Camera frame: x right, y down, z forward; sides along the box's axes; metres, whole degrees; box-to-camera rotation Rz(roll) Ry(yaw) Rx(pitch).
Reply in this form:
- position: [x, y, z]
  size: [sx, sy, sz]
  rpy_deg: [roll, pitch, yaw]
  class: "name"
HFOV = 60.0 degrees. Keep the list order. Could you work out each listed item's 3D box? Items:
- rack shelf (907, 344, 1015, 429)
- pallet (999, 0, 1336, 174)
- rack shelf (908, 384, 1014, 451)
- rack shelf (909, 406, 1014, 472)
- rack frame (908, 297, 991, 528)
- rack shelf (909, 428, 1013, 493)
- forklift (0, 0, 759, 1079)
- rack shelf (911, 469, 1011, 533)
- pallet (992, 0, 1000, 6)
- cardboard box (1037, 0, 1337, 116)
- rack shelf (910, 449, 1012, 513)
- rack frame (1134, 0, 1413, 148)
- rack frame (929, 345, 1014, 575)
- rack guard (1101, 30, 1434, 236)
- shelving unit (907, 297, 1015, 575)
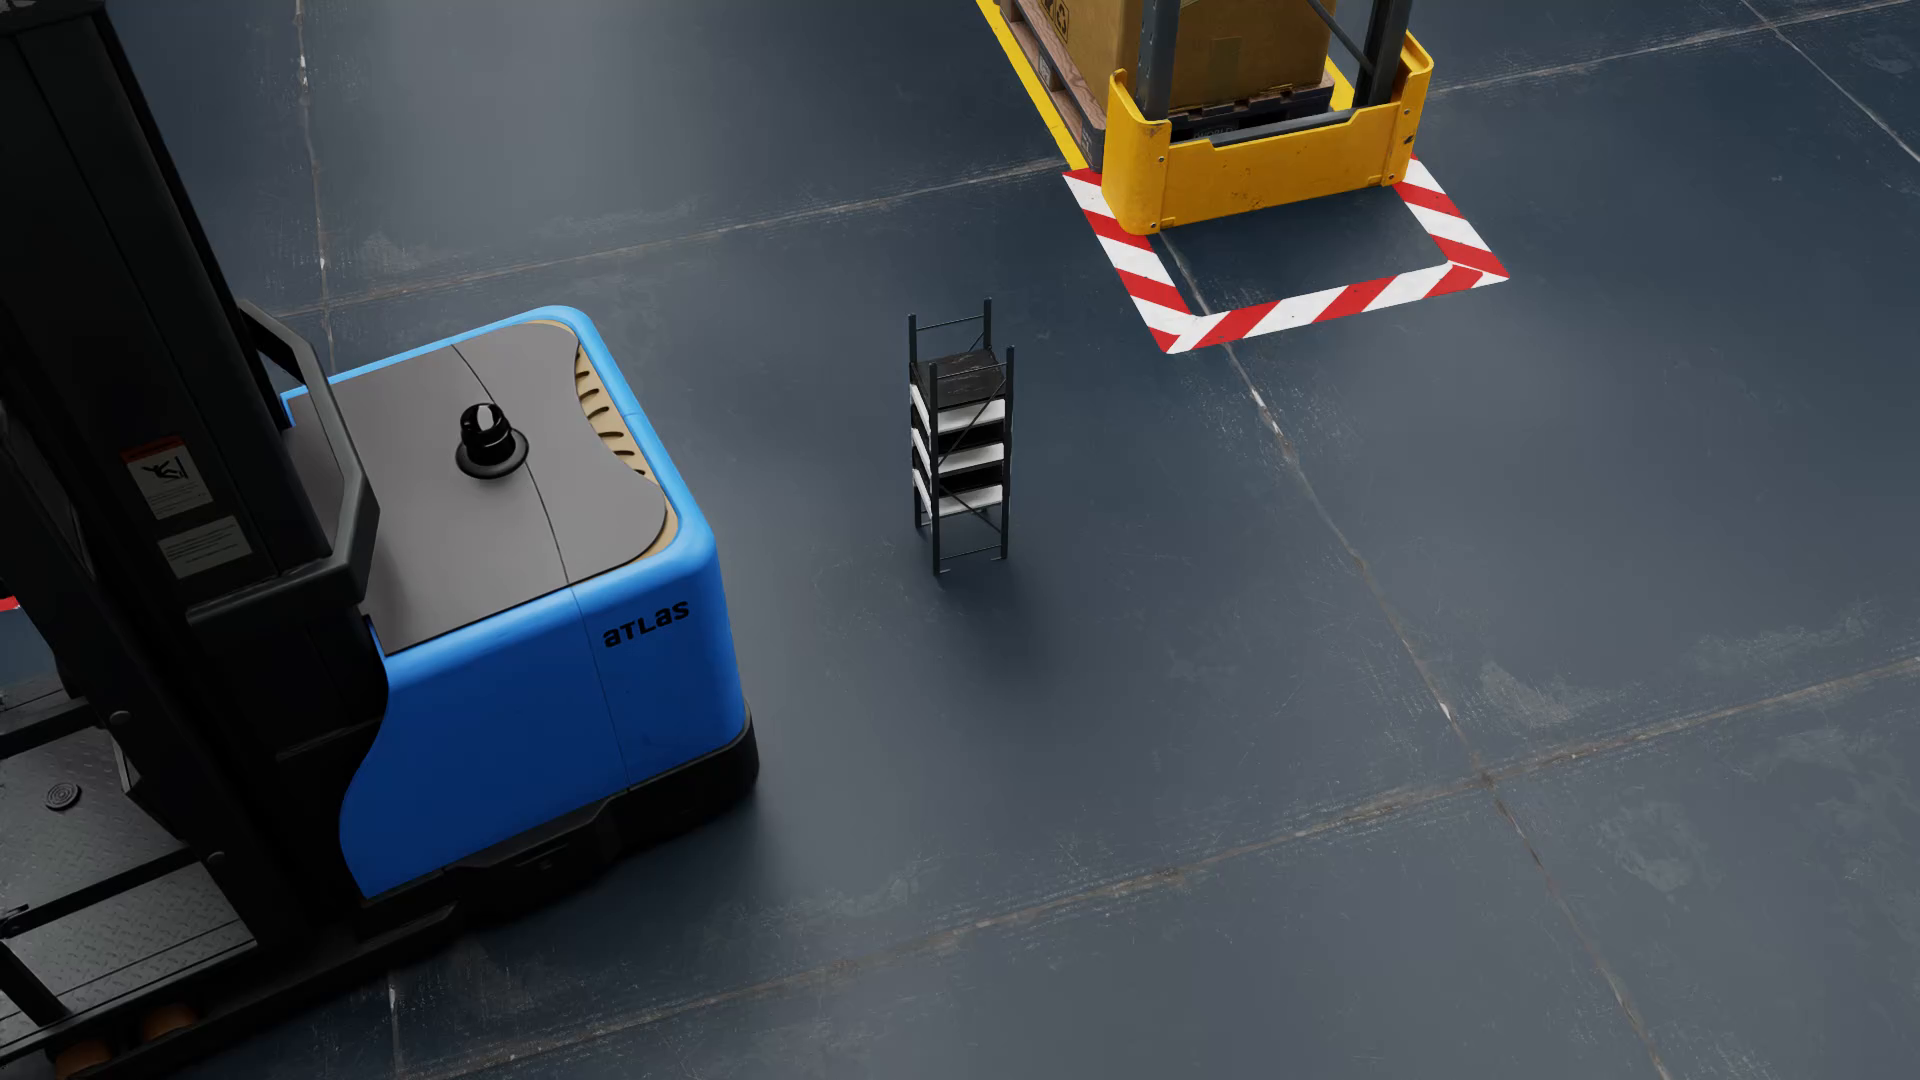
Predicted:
- position: [0.002, -0.437, 4.720]
  size: [0.258, 0.077, 0.200]
  rpy_deg: [-13, 51, -11]
  class: "rack shelf"
- position: [0.816, -2.032, 6.825]
  size: [1.003, 0.211, 1.213]
  rpy_deg: [-13, 51, -11]
  class: "pallet"
- position: [0.002, -0.379, 4.789]
  size: [0.258, 0.077, 0.200]
  rpy_deg: [-13, 51, -11]
  class: "rack shelf"
- position: [0.002, -0.321, 4.858]
  size: [0.258, 0.077, 0.200]
  rpy_deg: [-13, 51, -11]
  class: "rack shelf"
- position: [-0.028, -0.358, 4.964]
  size: [0.240, 0.900, 0.006]
  rpy_deg: [-13, 51, -11]
  class: "rack frame"
- position: [0.002, -0.263, 4.926]
  size: [0.258, 0.077, 0.200]
  rpy_deg: [-13, 51, -11]
  class: "rack shelf"
- position: [-2.104, -0.040, 3.366]
  size: [3.031, 2.935, 1.130]
  rpy_deg: [-22, 53, -18]
  class: "forklift"
- position: [0.002, -0.147, 5.064]
  size: [0.258, 0.077, 0.200]
  rpy_deg: [-13, 51, -11]
  class: "rack shelf"
- position: [0.458, -2.922, 7.575]
  size: [1.003, 0.211, 1.213]
  rpy_deg: [-13, 51, -11]
  class: "pallet"
- position: [0.861, -2.265, 6.312]
  size: [0.875, 0.875, 0.875]
  rpy_deg: [-13, 51, -11]
  class: "cardboard box"
- position: [0.002, -0.205, 4.995]
  size: [0.258, 0.077, 0.200]
  rpy_deg: [-13, 51, -11]
  class: "rack shelf"
- position: [1.127, -2.365, 5.282]
  size: [1.000, 3.000, 0.127]
  rpy_deg: [-13, 51, -11]
  class: "rack frame"
- position: [0.032, -0.210, 4.838]
  size: [0.240, 0.900, 0.006]
  rpy_deg: [-13, 51, -11]
  class: "rack frame"
- position: [1.134, -1.542, 6.223]
  size: [1.175, 0.500, 0.348]
  rpy_deg: [-13, 51, -11]
  class: "rack guard"
- position: [0.002, -0.284, 4.901]
  size: [0.258, 0.900, 0.210]
  rpy_deg: [-13, 51, -11]
  class: "shelving unit"
